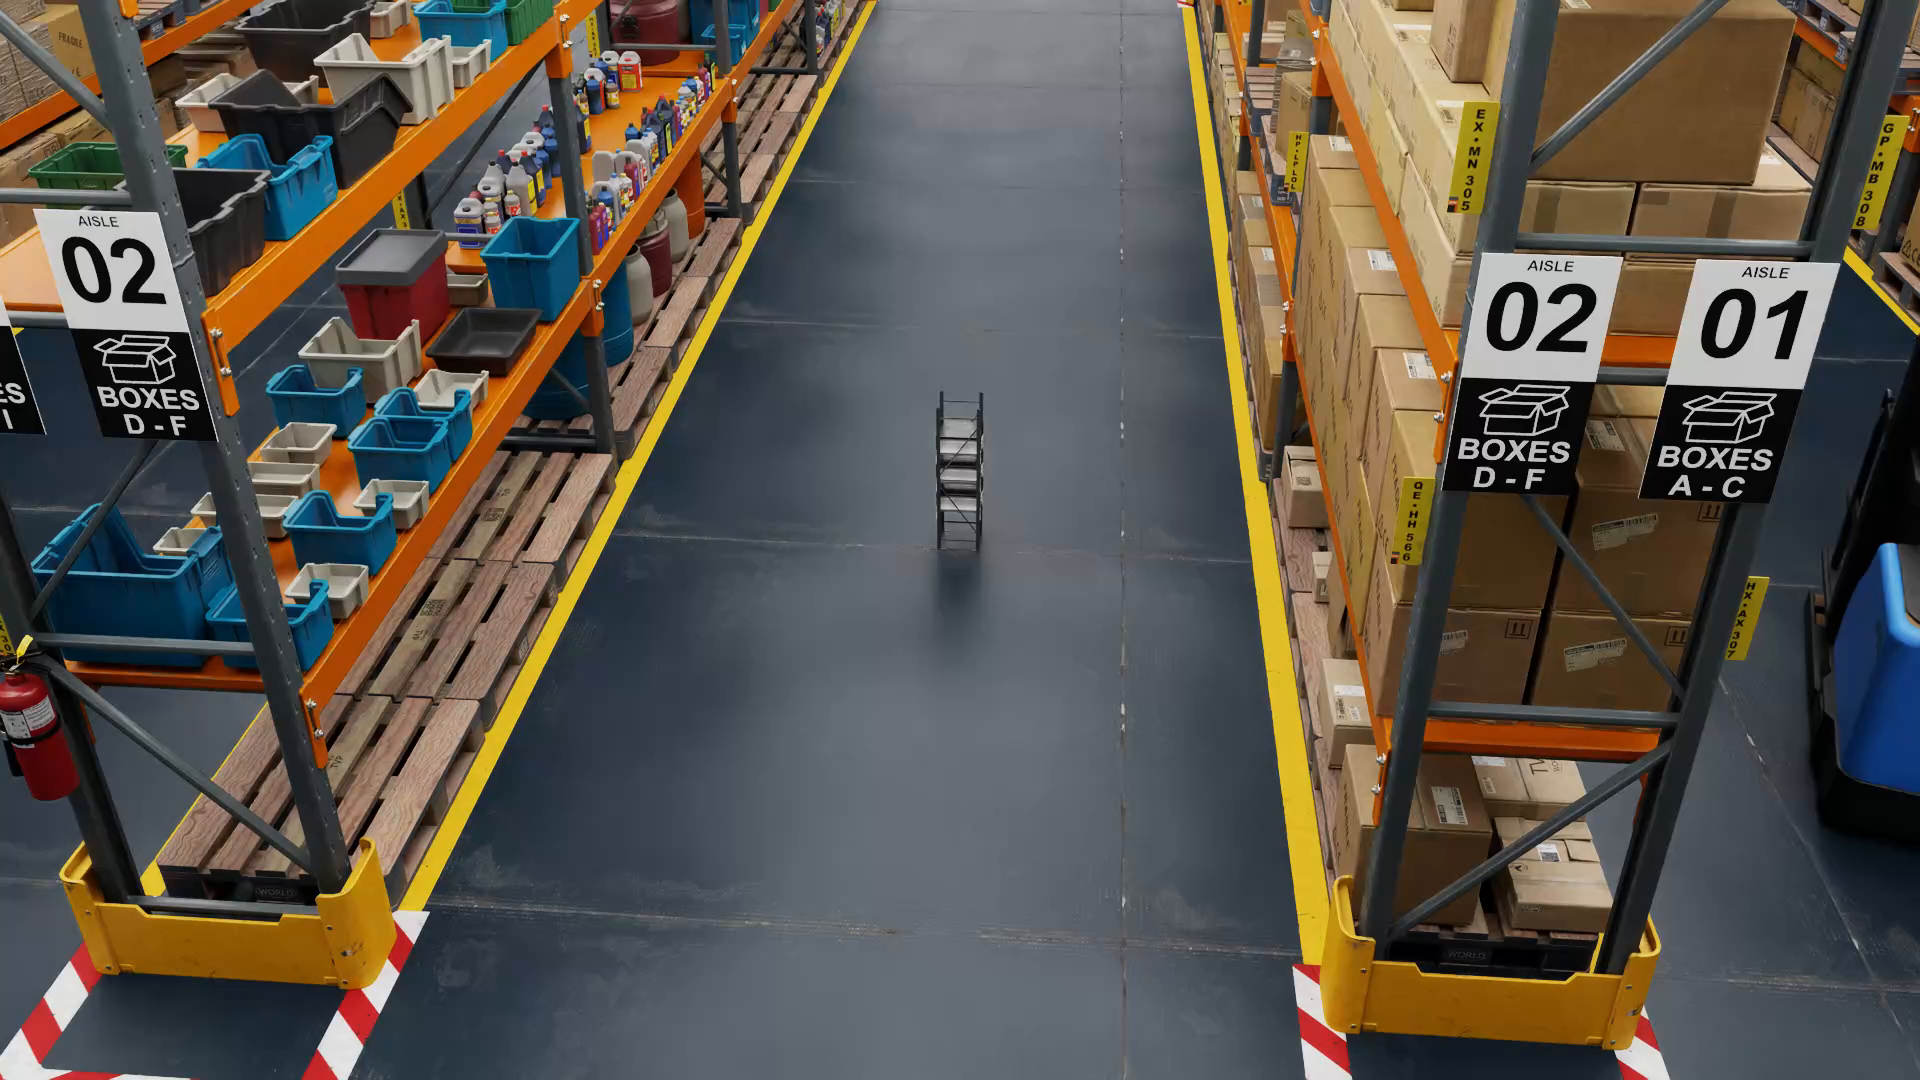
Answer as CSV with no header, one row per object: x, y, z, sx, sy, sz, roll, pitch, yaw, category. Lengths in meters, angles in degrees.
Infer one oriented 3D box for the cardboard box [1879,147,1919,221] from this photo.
7.606,-2.872,13.296,0.700,0.500,0.500,3,32,5,cardboard box

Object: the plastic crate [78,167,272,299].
-2.617,-1.021,5.594,0.497,0.269,0.590,2,32,4,plastic crate

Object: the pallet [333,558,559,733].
-2.718,0.511,8.500,1.003,0.211,1.213,2,32,4,pallet

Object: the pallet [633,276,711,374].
-2.399,-1.556,11.855,1.003,0.211,1.213,2,32,4,pallet

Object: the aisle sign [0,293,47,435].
-3.224,-0.692,5.317,0.394,0.787,0.004,2,32,4,aisle sign

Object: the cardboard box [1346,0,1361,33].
2.010,-2.409,7.388,0.500,0.250,0.500,2,32,4,cardboard box

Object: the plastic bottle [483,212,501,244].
-2.765,-1.842,9.849,0.097,0.201,0.097,0,32,0,plastic bottle

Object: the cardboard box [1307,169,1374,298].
1.976,-1.453,7.980,0.500,0.500,0.500,2,32,2,cardboard box

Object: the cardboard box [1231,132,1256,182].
2.459,-3.112,13.406,0.500,0.311,0.500,3,32,5,cardboard box

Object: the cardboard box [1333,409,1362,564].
1.860,-0.218,6.929,0.500,0.500,0.500,3,32,4,cardboard box

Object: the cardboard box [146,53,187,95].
-7.154,-4.077,14.536,0.500,0.250,0.500,6,32,10,cardboard box

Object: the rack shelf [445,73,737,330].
-2.438,-2.442,11.319,1.077,0.370,4.000,2,32,4,rack shelf

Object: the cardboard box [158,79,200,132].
-7.144,-3.770,14.752,0.700,0.500,0.500,0,32,0,cardboard box

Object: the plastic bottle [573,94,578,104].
-2.736,-3.035,11.718,0.097,0.271,0.097,0,32,0,plastic bottle

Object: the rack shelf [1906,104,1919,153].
7.436,-2.019,10.632,1.077,0.370,4.000,2,32,4,rack shelf

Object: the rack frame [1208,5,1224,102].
2.987,-5.672,15.875,1.000,3.000,0.127,2,32,4,rack frame

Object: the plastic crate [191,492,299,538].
-3.002,-0.109,7.042,0.396,0.136,0.243,2,32,4,plastic crate

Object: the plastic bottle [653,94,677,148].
-2.030,-2.864,11.366,0.144,0.351,0.185,2,32,4,plastic bottle

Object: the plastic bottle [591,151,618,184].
-2.259,-2.366,10.628,0.152,0.276,0.135,2,32,4,plastic bottle

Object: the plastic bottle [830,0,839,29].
-1.405,-5.768,18.136,0.144,0.351,0.185,4,32,6,plastic bottle

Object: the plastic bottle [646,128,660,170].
-2.044,-2.589,10.995,0.097,0.271,0.097,0,32,0,plastic bottle

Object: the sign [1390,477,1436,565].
1.459,-0.059,5.362,0.100,0.325,0.005,2,32,4,sign

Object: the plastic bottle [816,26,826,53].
-1.487,-5.231,17.337,0.152,0.276,0.135,4,32,6,plastic bottle

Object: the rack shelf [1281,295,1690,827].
2.173,-0.137,7.579,1.077,0.370,4.000,2,32,4,rack shelf

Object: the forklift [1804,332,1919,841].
4.891,-0.578,7.675,1.130,2.935,3.031,12,34,19,forklift

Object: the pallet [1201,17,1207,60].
3.191,-5.539,18.316,1.003,0.211,1.213,2,32,4,pallet

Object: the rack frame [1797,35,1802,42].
7.925,-5.462,15.535,1.000,3.000,0.127,2,32,4,rack frame

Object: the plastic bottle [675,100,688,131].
-1.977,-2.994,11.719,0.097,0.201,0.097,0,32,0,plastic bottle

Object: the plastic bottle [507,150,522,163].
-2.820,-2.324,10.561,0.152,0.276,0.135,2,32,4,plastic bottle

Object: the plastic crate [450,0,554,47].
-2.334,-2.655,8.322,0.450,0.188,0.662,2,32,4,plastic crate

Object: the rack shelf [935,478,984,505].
-0.001,-0.274,9.352,0.258,0.077,0.200,2,32,4,rack shelf

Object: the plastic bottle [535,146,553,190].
-2.683,-2.397,10.683,0.097,0.271,0.097,0,32,0,plastic bottle

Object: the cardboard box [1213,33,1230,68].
2.705,-4.713,16.005,0.500,0.311,0.500,3,32,4,cardboard box

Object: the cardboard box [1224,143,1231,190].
2.500,-3.144,13.993,0.500,0.250,0.500,2,32,3,cardboard box

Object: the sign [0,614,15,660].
-3.476,0.305,6.021,0.100,0.325,0.005,2,32,4,sign

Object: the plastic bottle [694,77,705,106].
-1.929,-3.299,12.214,0.097,0.201,0.097,0,32,0,plastic bottle

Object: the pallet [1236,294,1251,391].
2.461,-1.368,11.549,1.003,0.211,1.213,2,32,4,pallet

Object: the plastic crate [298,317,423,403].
-2.908,-0.887,8.166,0.437,0.282,0.530,2,32,4,plastic crate

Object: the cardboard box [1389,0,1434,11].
2.118,-2.461,6.757,0.700,0.500,0.500,2,32,4,cardboard box

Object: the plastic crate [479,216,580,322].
-2.299,-1.462,9.002,0.392,0.384,0.575,2,32,4,plastic crate

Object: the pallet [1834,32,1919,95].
7.551,-3.666,12.803,1.213,0.211,1.003,2,32,4,pallet

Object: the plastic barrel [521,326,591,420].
-2.539,-1.271,10.334,0.600,0.901,0.708,2,32,4,plastic barrel

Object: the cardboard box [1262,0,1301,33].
2.782,-4.501,13.879,0.500,0.500,0.500,1,32,1,cardboard box

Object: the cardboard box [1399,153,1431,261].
1.841,-1.151,5.823,0.500,0.250,0.500,2,32,4,cardboard box

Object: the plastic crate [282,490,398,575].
-2.524,-0.024,6.813,0.416,0.233,0.300,2,32,4,plastic crate

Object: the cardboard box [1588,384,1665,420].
2.344,-0.360,6.207,0.500,0.500,0.500,3,32,4,cardboard box

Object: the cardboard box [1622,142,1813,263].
2.312,-1.081,5.232,0.500,0.250,0.500,2,32,4,cardboard box

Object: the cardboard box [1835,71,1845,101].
7.752,-3.756,14.015,0.500,0.250,0.500,2,32,4,cardboard box

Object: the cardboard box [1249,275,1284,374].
2.180,-1.402,10.910,0.500,0.500,0.500,3,32,5,cardboard box

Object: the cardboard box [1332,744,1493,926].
1.809,1.185,6.712,0.500,0.500,0.500,2,32,4,cardboard box

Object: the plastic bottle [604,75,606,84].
-2.677,-3.386,12.356,0.097,0.201,0.097,0,32,0,plastic bottle

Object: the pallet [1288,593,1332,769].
2.182,0.697,8.198,1.003,0.211,1.213,2,32,4,pallet

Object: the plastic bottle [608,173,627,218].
-2.117,-2.124,10.240,0.097,0.271,0.097,0,32,0,plastic bottle

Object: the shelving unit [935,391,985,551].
-0.001,-0.379,9.287,0.258,0.900,0.210,2,32,4,shelving unit

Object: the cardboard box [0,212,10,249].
-7.433,-1.991,11.527,1.225,0.875,0.875,1,32,2,cardboard box

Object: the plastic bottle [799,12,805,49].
-1.614,-5.356,17.467,0.144,0.351,0.185,2,32,4,plastic bottle

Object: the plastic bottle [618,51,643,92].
-2.481,-3.522,12.505,0.152,0.276,0.135,2,32,4,plastic bottle

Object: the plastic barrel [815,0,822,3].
-1.642,-6.487,19.169,0.421,0.512,0.421,0,32,0,plastic barrel

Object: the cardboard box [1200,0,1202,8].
3.011,-6.239,19.016,0.500,0.250,0.500,2,32,4,cardboard box
